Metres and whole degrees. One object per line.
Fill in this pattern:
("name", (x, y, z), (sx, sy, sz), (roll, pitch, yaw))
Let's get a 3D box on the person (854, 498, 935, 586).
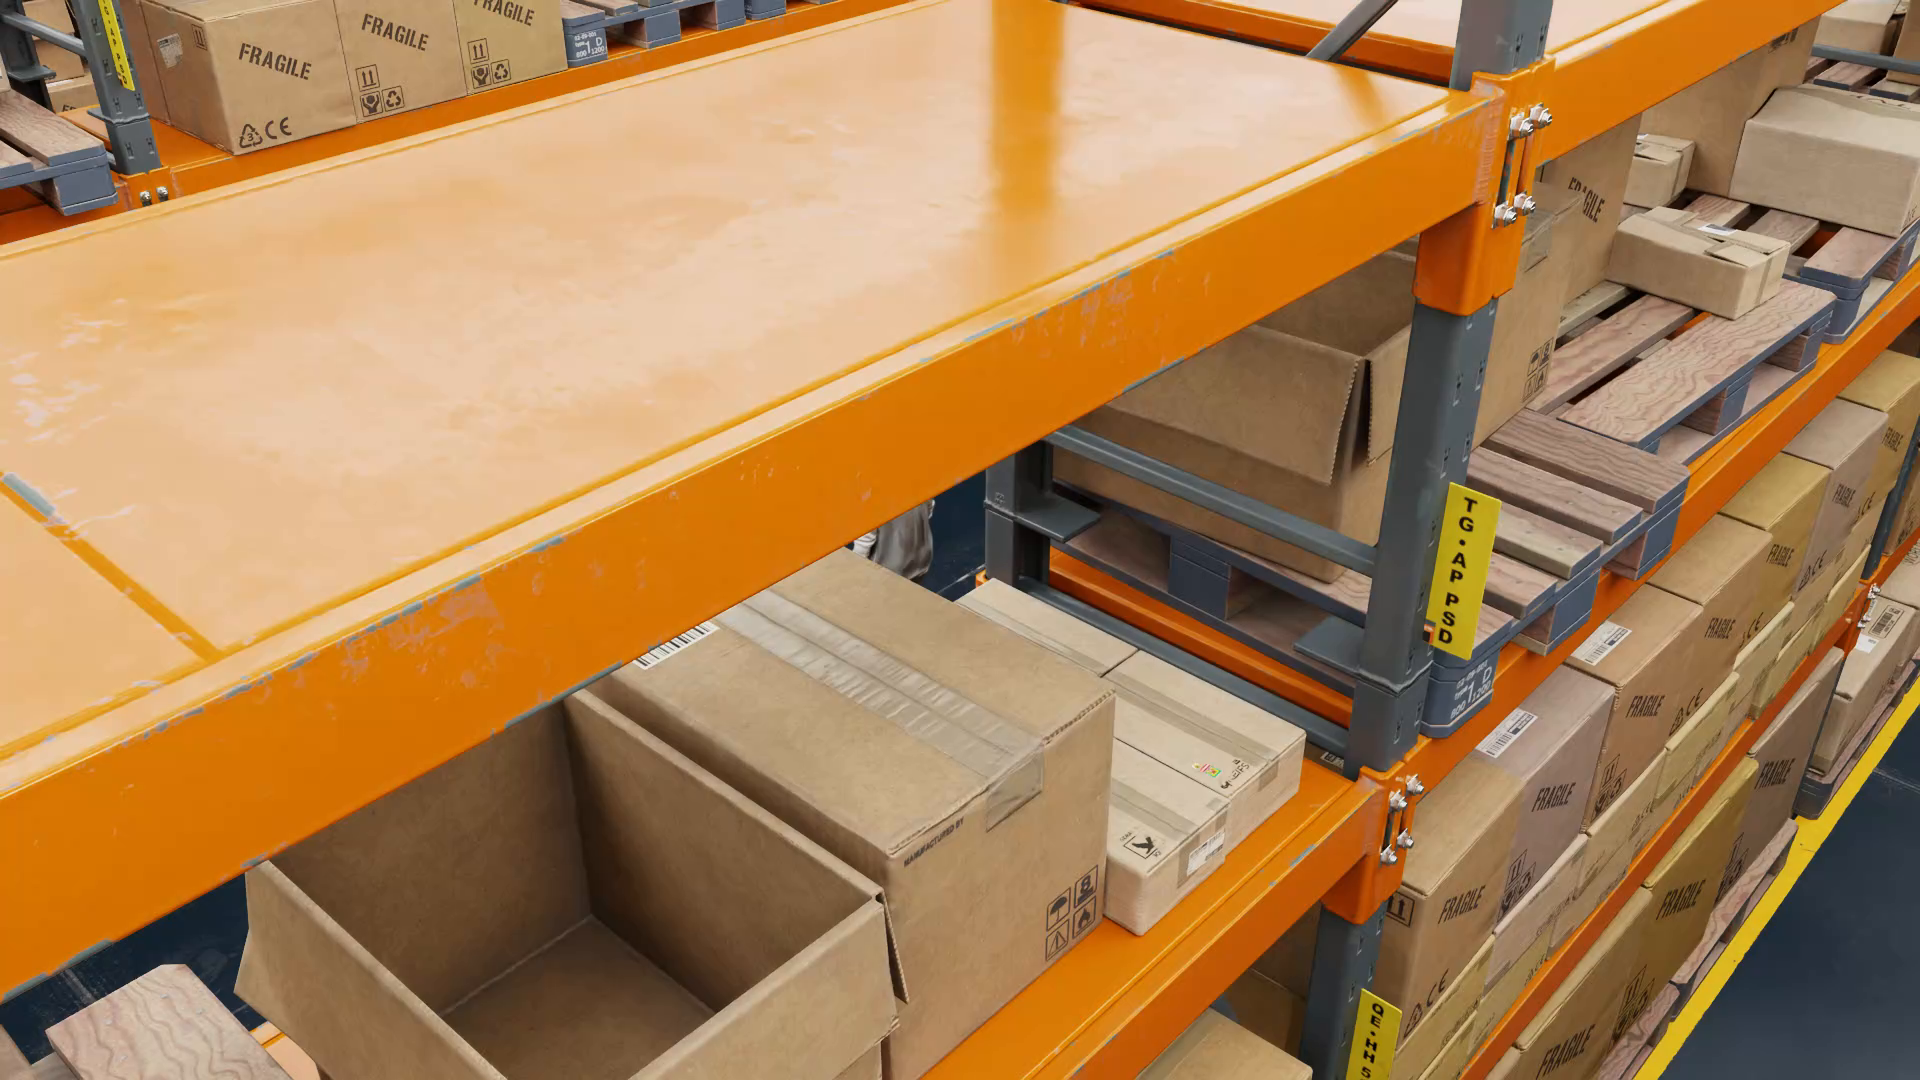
("person", (-0.307, 0.095, 7.492), (0.344, 1.592, 0.460), (26, 40, 35))
